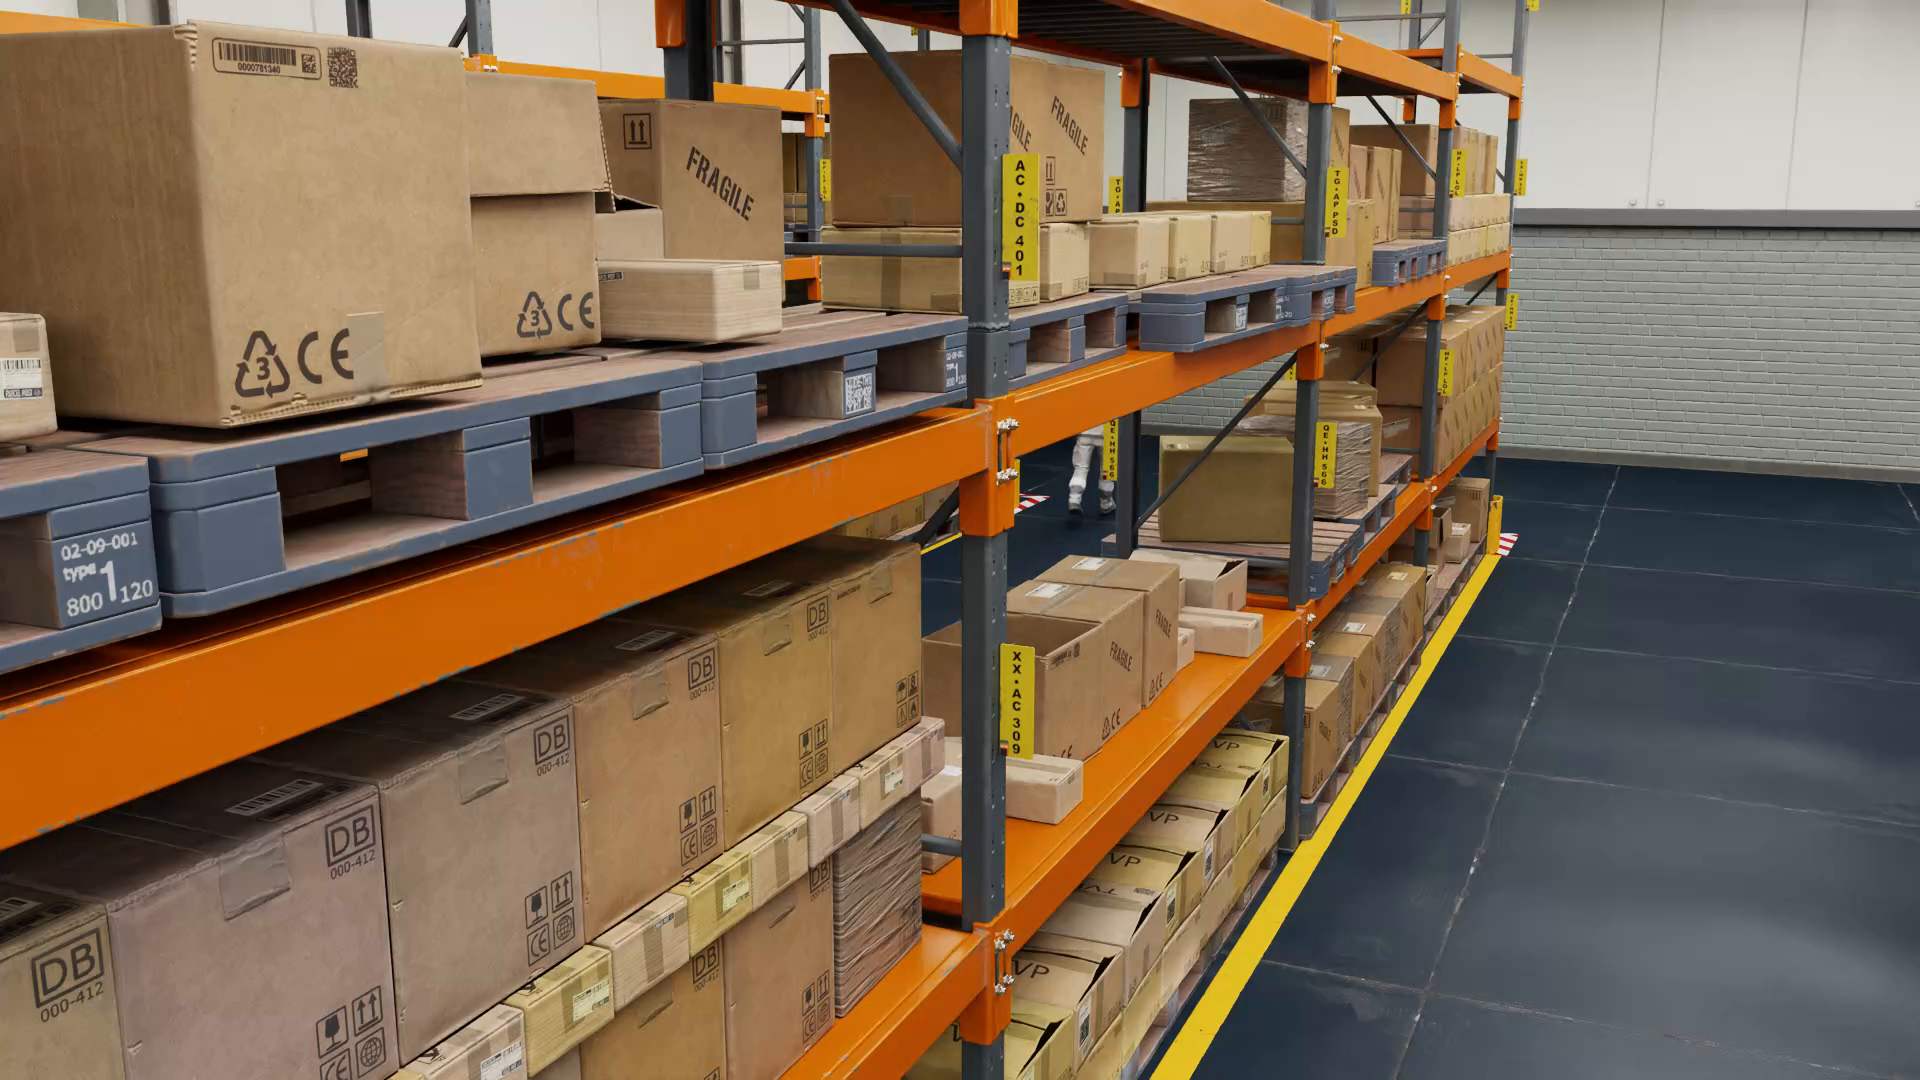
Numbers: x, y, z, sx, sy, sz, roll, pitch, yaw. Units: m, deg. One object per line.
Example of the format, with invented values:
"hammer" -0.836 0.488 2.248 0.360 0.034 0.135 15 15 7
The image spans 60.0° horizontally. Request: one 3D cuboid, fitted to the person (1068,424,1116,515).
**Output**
"person" 1.362 -1.088 16.995 0.529 1.751 1.012 4 13 18
